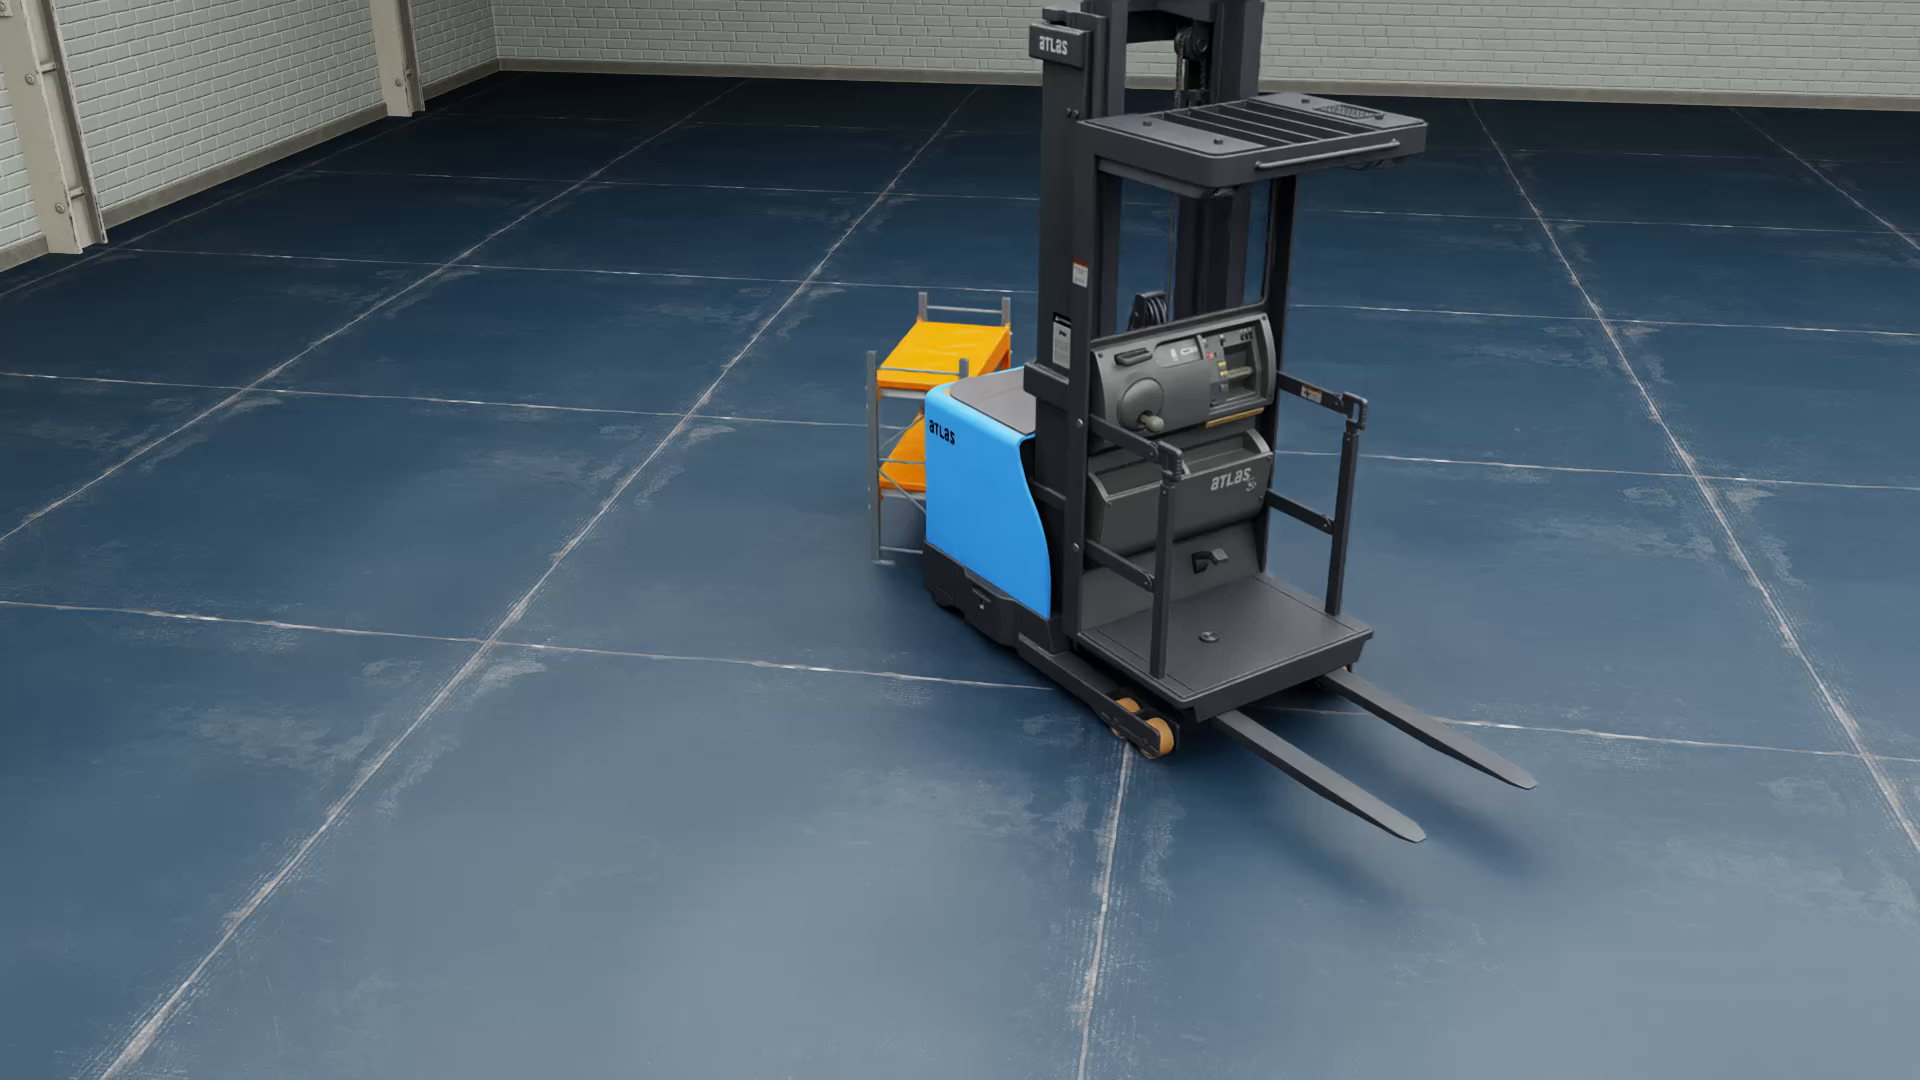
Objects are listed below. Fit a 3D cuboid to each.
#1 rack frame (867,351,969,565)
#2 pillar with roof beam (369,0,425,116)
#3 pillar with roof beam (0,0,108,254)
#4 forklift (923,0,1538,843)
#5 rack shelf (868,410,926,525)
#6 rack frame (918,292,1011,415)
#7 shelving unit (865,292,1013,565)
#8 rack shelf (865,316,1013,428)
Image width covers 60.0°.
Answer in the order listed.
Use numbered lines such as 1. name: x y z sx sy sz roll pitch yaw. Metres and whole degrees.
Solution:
1. rack frame: -0.205 -0.377 8.229 0.500 1.125 0.032 6 26 12
2. pillar with roof beam: -2.220 -8.759 16.848 9.100 9.000 0.400 4 25 9
3. pillar with roof beam: -3.201 -6.250 11.487 9.100 9.000 0.400 4 25 9
4. forklift: 1.058 -0.660 6.702 1.130 2.935 3.031 -16 29 -30
5. rack shelf: -0.091 -0.366 8.782 0.538 0.278 1.000 6 26 12
6. rack frame: 0.022 -0.797 9.127 0.500 1.125 0.032 6 26 12
7. shelving unit: -0.091 -0.587 8.678 0.538 1.125 1.048 6 26 12
8. rack shelf: -0.091 -0.852 8.554 0.538 0.278 1.000 6 26 12
